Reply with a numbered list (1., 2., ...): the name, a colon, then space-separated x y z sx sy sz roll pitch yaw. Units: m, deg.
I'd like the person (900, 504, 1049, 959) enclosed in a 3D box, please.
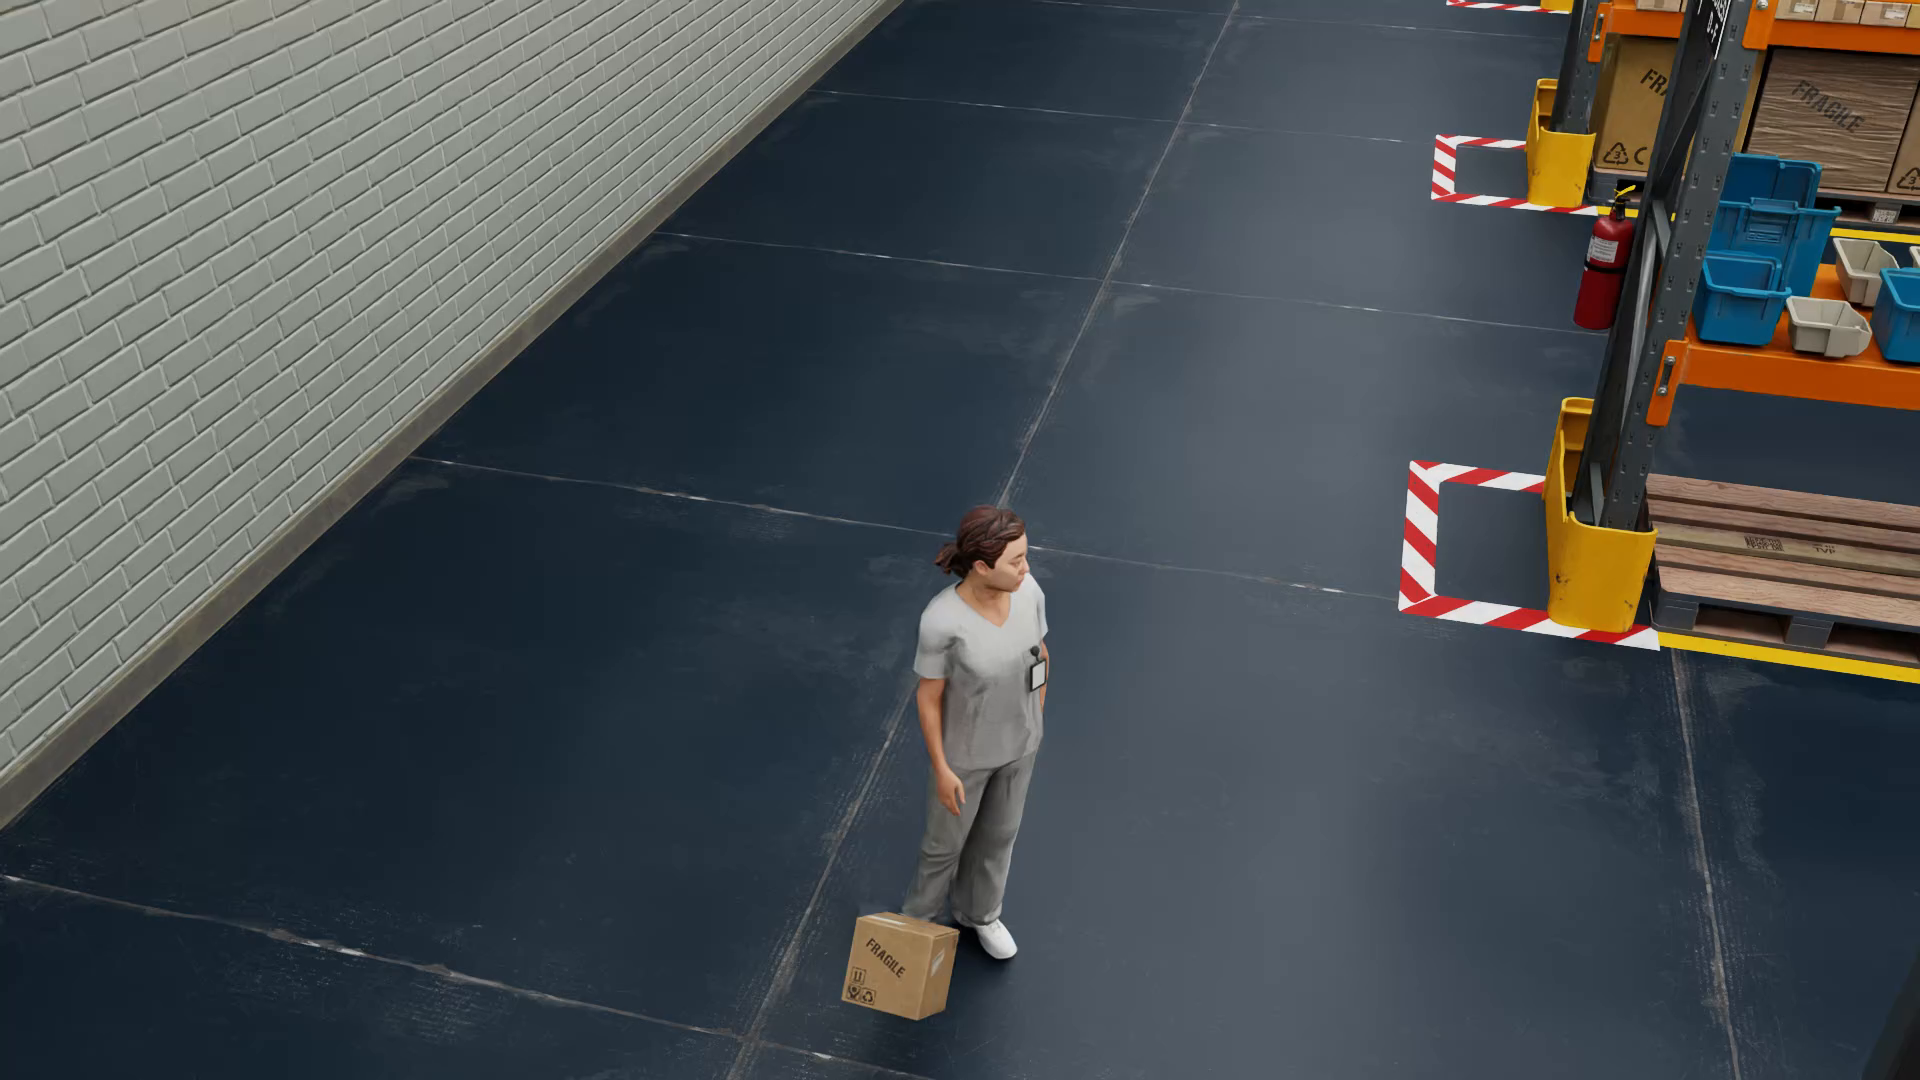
1. person: 0.013 0.640 5.126 0.602 1.675 0.391 -17 36 -24
